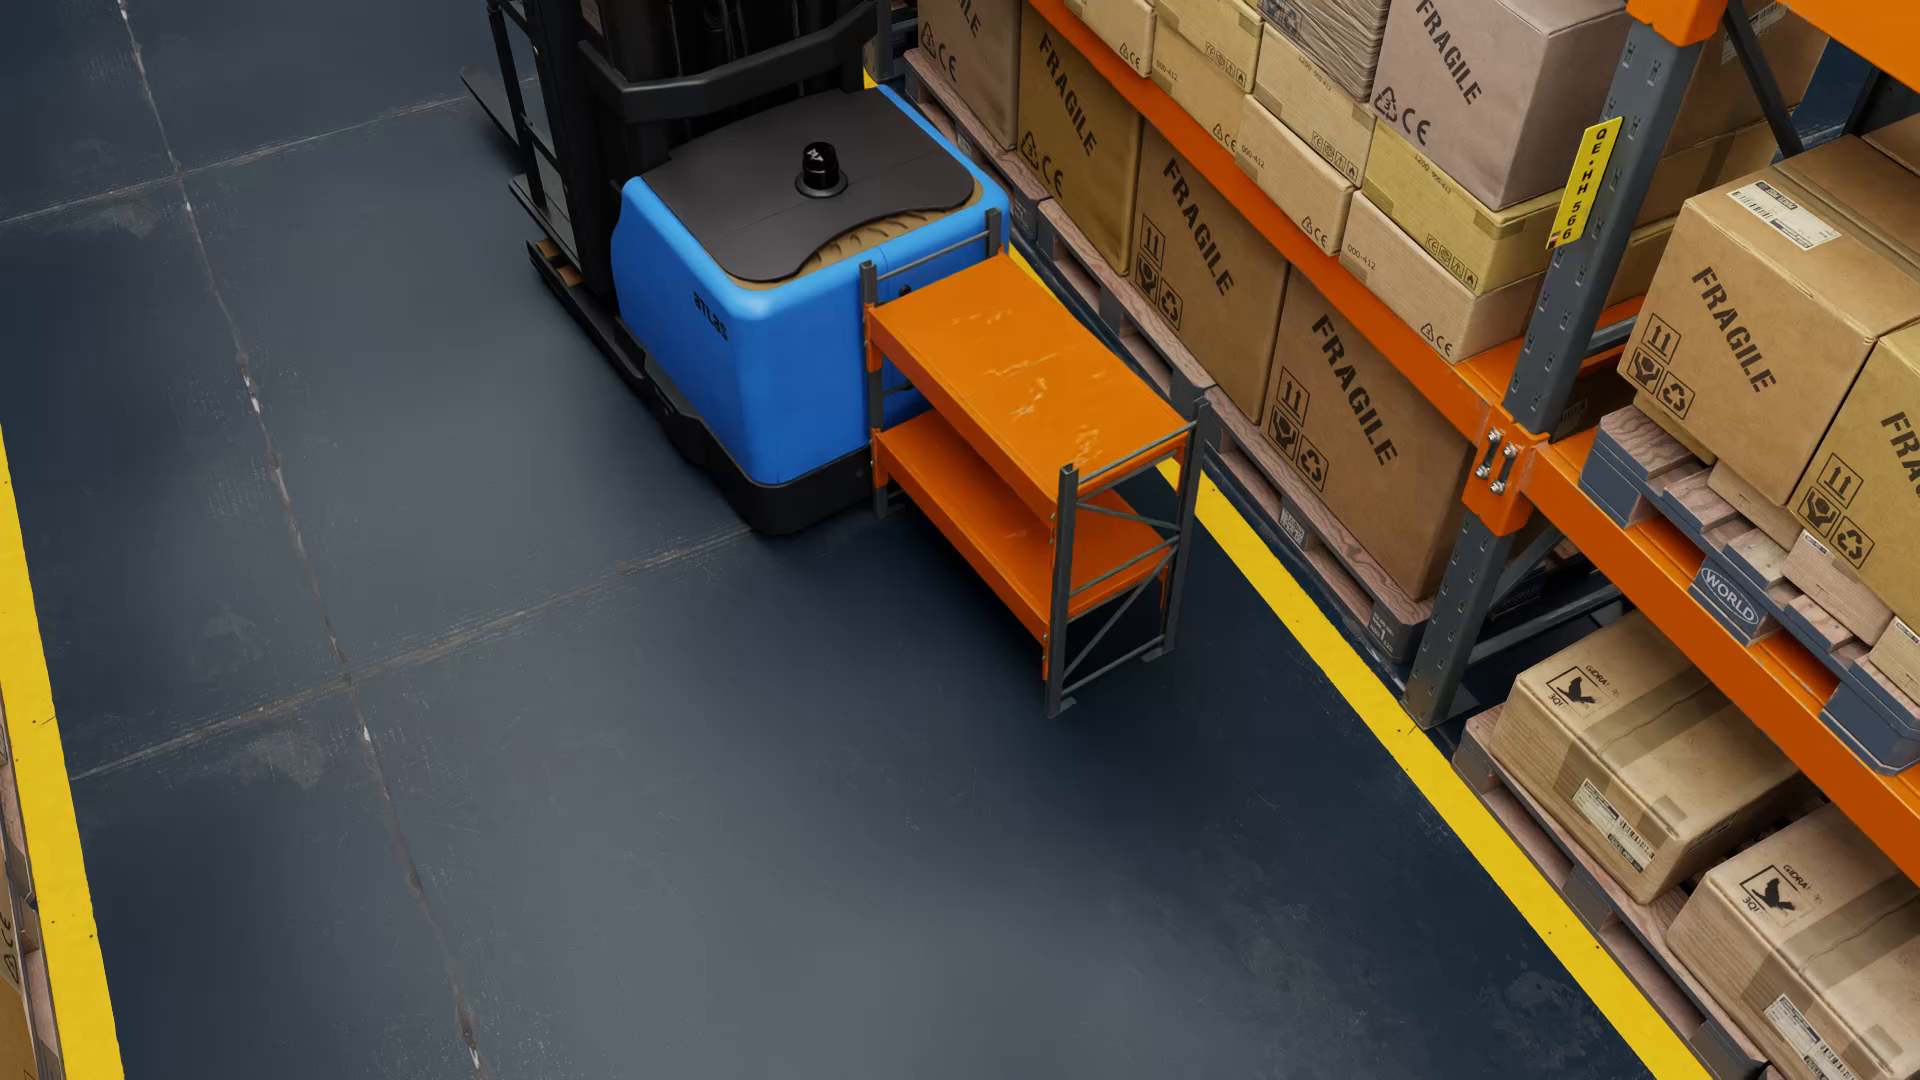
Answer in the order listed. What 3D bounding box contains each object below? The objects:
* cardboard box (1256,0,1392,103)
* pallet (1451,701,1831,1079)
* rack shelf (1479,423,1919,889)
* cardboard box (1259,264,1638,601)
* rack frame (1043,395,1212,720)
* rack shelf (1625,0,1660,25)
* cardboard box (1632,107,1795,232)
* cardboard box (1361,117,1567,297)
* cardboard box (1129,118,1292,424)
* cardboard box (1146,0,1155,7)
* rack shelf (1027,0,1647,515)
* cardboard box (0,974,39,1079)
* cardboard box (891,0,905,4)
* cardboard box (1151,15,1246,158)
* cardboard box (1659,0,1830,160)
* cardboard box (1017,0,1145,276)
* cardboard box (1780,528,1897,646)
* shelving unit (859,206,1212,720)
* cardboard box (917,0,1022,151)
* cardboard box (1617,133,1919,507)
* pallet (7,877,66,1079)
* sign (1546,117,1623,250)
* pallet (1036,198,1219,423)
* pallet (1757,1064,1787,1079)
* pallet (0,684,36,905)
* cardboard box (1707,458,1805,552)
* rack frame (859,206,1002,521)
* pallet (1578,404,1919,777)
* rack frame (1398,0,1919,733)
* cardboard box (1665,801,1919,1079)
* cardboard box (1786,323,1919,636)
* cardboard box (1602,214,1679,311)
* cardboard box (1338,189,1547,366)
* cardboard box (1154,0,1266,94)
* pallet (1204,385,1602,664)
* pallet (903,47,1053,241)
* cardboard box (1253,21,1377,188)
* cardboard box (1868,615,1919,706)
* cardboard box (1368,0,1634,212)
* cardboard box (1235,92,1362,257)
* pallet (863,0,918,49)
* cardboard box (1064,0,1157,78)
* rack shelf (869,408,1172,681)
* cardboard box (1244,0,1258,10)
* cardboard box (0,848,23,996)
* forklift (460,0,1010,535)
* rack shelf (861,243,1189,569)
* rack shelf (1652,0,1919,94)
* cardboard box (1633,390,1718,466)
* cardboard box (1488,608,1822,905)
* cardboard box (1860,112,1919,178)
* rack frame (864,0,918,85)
[{"bbox_3d":[1.157,-1.554,4.386,0.500,0.500,0.500,-20,52,-17],"label":"cardboard box"},{"bbox_3d":[2.225,0.846,4.870,1.003,0.211,1.213,-21,52,-18],"label":"pallet"},{"bbox_3d":[2.784,0.980,3.378,1.077,0.370,4.000,-21,52,-18],"label":"rack shelf"},{"bbox_3d":[1.626,-0.525,5.349,0.875,0.875,0.875,-22,52,-18],"label":"cardboard box"},{"bbox_3d":[0.481,0.083,4.930,0.500,1.125,0.032,-27,54,-22],"label":"rack frame"},{"bbox_3d":[0.953,-2.685,4.591,1.077,0.370,4.000,-21,52,-18],"label":"rack shelf"},{"bbox_3d":[1.856,-1.135,4.517,0.500,0.250,0.500,-22,52,-18],"label":"cardboard box"},{"bbox_3d":[1.421,-0.947,4.353,0.500,0.250,0.500,-21,52,-18],"label":"cardboard box"},{"bbox_3d":[1.222,-1.124,5.873,0.875,0.875,0.875,-21,52,-17],"label":"cardboard box"},{"bbox_3d":[0.693,-1.972,5.250,0.500,0.250,0.500,-23,53,-19],"label":"cardboard box"},{"bbox_3d":[0.953,-1.697,5.720,1.077,0.370,4.000,-21,52,-18],"label":"rack shelf"},{"bbox_3d":[-2.583,1.300,4.001,0.500,0.500,0.500,-23,53,-19],"label":"cardboard box"},{"bbox_3d":[-0.154,-3.025,7.826,0.875,0.438,0.875,-22,52,-18],"label":"cardboard box"},{"bbox_3d":[0.942,-1.474,5.146,0.500,0.250,0.500,-22,52,-18],"label":"cardboard box"},{"bbox_3d":[1.860,-1.372,4.227,0.500,0.500,0.500,-23,53,-19],"label":"cardboard box"},{"bbox_3d":[0.813,-1.722,6.396,0.875,0.875,0.875,-20,52,-16],"label":"cardboard box"},{"bbox_3d":[2.036,0.030,3.619,0.380,0.149,0.250,-24,53,-20],"label":"cardboard box"},{"bbox_3d":[0.197,-0.235,5.208,0.538,1.125,1.048,-27,54,-22],"label":"shelving unit"},{"bbox_3d":[0.393,-2.324,6.922,0.875,0.875,0.875,-20,52,-16],"label":"cardboard box"},{"bbox_3d":[1.869,-0.484,3.637,0.500,0.500,0.500,-23,53,-19],"label":"cardboard box"},{"bbox_3d":[-2.843,1.572,4.235,1.003,0.211,1.213,-21,52,-18],"label":"pallet"},{"bbox_3d":[1.377,-0.783,3.673,0.100,0.325,0.005,-21,52,-18],"label":"sign"},{"bbox_3d":[1.021,-1.047,6.525,1.003,0.211,1.213,-21,52,-18],"label":"pallet"},{"bbox_3d":[2.779,1.661,4.157,1.003,0.211,1.213,-21,52,-18],"label":"pallet"},{"bbox_3d":[-3.397,0.756,4.948,1.003,0.211,1.213,-21,52,-18],"label":"pallet"},{"bbox_3d":[1.951,-0.169,3.793,0.380,0.149,0.250,-24,53,-20],"label":"cardboard box"},{"bbox_3d":[-0.087,-0.552,5.486,0.500,1.125,0.032,-27,54,-22],"label":"rack frame"},{"bbox_3d":[2.289,-0.092,3.965,1.213,0.211,1.003,-21,52,-18],"label":"pallet"},{"bbox_3d":[1.869,-0.596,4.278,1.000,3.000,0.127,-21,52,-18],"label":"rack frame"},{"bbox_3d":[2.463,1.004,4.346,0.950,0.372,0.625,-22,52,-18],"label":"cardboard box"},{"bbox_3d":[2.113,-0.137,3.334,0.500,0.500,0.500,-19,51,-16],"label":"cardboard box"},{"bbox_3d":[1.868,-0.960,4.697,0.500,0.250,0.500,-22,52,-18],"label":"cardboard box"},{"bbox_3d":[1.406,-0.795,4.552,0.500,0.250,0.500,-23,53,-19],"label":"cardboard box"},{"bbox_3d":[0.931,-1.625,4.946,0.500,0.250,0.500,-22,53,-18],"label":"cardboard box"},{"bbox_3d":[1.575,-0.231,5.812,1.003,0.211,1.213,-21,52,-18],"label":"pallet"},{"bbox_3d":[0.458,-1.864,7.240,1.003,0.211,1.213,-21,52,-18],"label":"pallet"},{"bbox_3d":[1.183,-1.289,4.652,0.500,0.250,0.500,-22,53,-18],"label":"cardboard box"},{"bbox_3d":[2.143,0.221,3.451,0.380,0.149,0.250,-21,52,-17],"label":"cardboard box"},{"bbox_3d":[1.399,-1.214,4.088,0.500,0.500,0.500,-22,53,-18],"label":"cardboard box"},{"bbox_3d":[1.159,-1.132,4.847,0.500,0.250,0.500,-20,52,-17],"label":"cardboard box"},{"bbox_3d":[-0.240,-2.891,8.138,1.003,0.211,1.213,-21,52,-18],"label":"pallet"},{"bbox_3d":[0.684,-1.806,5.436,0.500,0.250,0.500,-22,52,-18],"label":"cardboard box"},{"bbox_3d":[0.197,-0.074,5.392,0.538,0.278,1.000,-27,54,-22],"label":"rack shelf"},{"bbox_3d":[0.936,-1.889,4.679,0.500,0.500,0.500,-21,52,-17],"label":"cardboard box"},{"bbox_3d":[-2.817,0.965,4.295,0.500,0.500,0.500,-21,52,-17],"label":"cardboard box"},{"bbox_3d":[-1.060,-2.067,5.611,1.130,2.935,3.031,-27,54,-22],"label":"forklift"},{"bbox_3d":[0.197,-0.428,4.988,0.538,0.278,1.000,-27,54,-22],"label":"rack shelf"},{"bbox_3d":[2.784,-0.008,2.249,1.077,0.370,4.000,-21,52,-18],"label":"rack shelf"},{"bbox_3d":[1.852,-0.370,3.968,0.380,0.149,0.250,-24,53,-20],"label":"cardboard box"},{"bbox_3d":[2.118,0.513,4.775,0.950,0.372,0.625,-24,53,-20],"label":"cardboard box"},{"bbox_3d":[2.324,-0.656,3.788,0.500,0.500,0.500,-23,53,-19],"label":"cardboard box"},{"bbox_3d":[0.038,-3.273,6.620,1.000,3.000,0.127,-21,52,-18],"label":"rack frame"}]
